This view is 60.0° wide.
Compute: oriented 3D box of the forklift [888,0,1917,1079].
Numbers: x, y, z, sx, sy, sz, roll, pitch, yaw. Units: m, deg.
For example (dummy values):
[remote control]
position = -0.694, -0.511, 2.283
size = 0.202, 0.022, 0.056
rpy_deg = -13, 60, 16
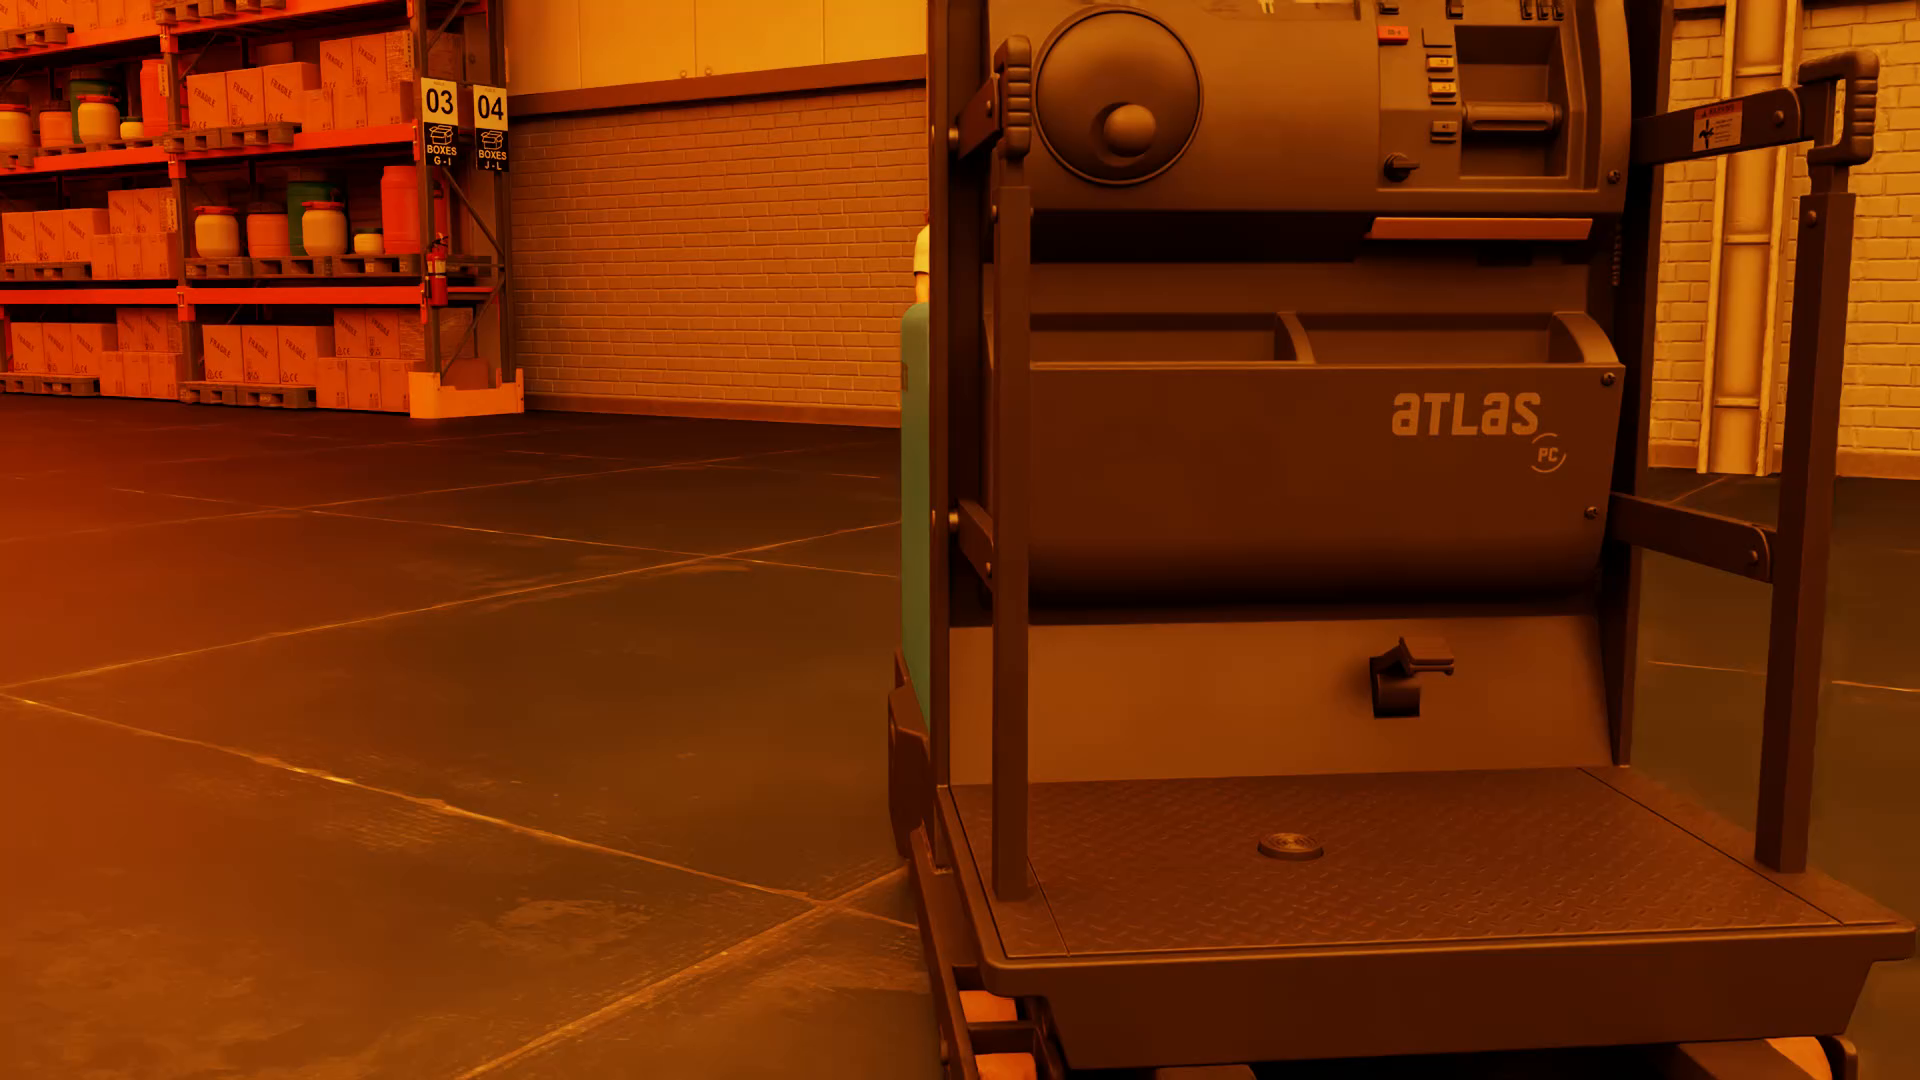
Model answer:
[forklift]
position = 0.523, -0.708, 2.171
size = 1.130, 2.935, 3.031
rpy_deg = -1, 8, -6

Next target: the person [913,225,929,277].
[person]
position = 0.019, -0.743, 7.475
size = 0.395, 1.362, 0.517
rpy_deg = 5, 10, 34
